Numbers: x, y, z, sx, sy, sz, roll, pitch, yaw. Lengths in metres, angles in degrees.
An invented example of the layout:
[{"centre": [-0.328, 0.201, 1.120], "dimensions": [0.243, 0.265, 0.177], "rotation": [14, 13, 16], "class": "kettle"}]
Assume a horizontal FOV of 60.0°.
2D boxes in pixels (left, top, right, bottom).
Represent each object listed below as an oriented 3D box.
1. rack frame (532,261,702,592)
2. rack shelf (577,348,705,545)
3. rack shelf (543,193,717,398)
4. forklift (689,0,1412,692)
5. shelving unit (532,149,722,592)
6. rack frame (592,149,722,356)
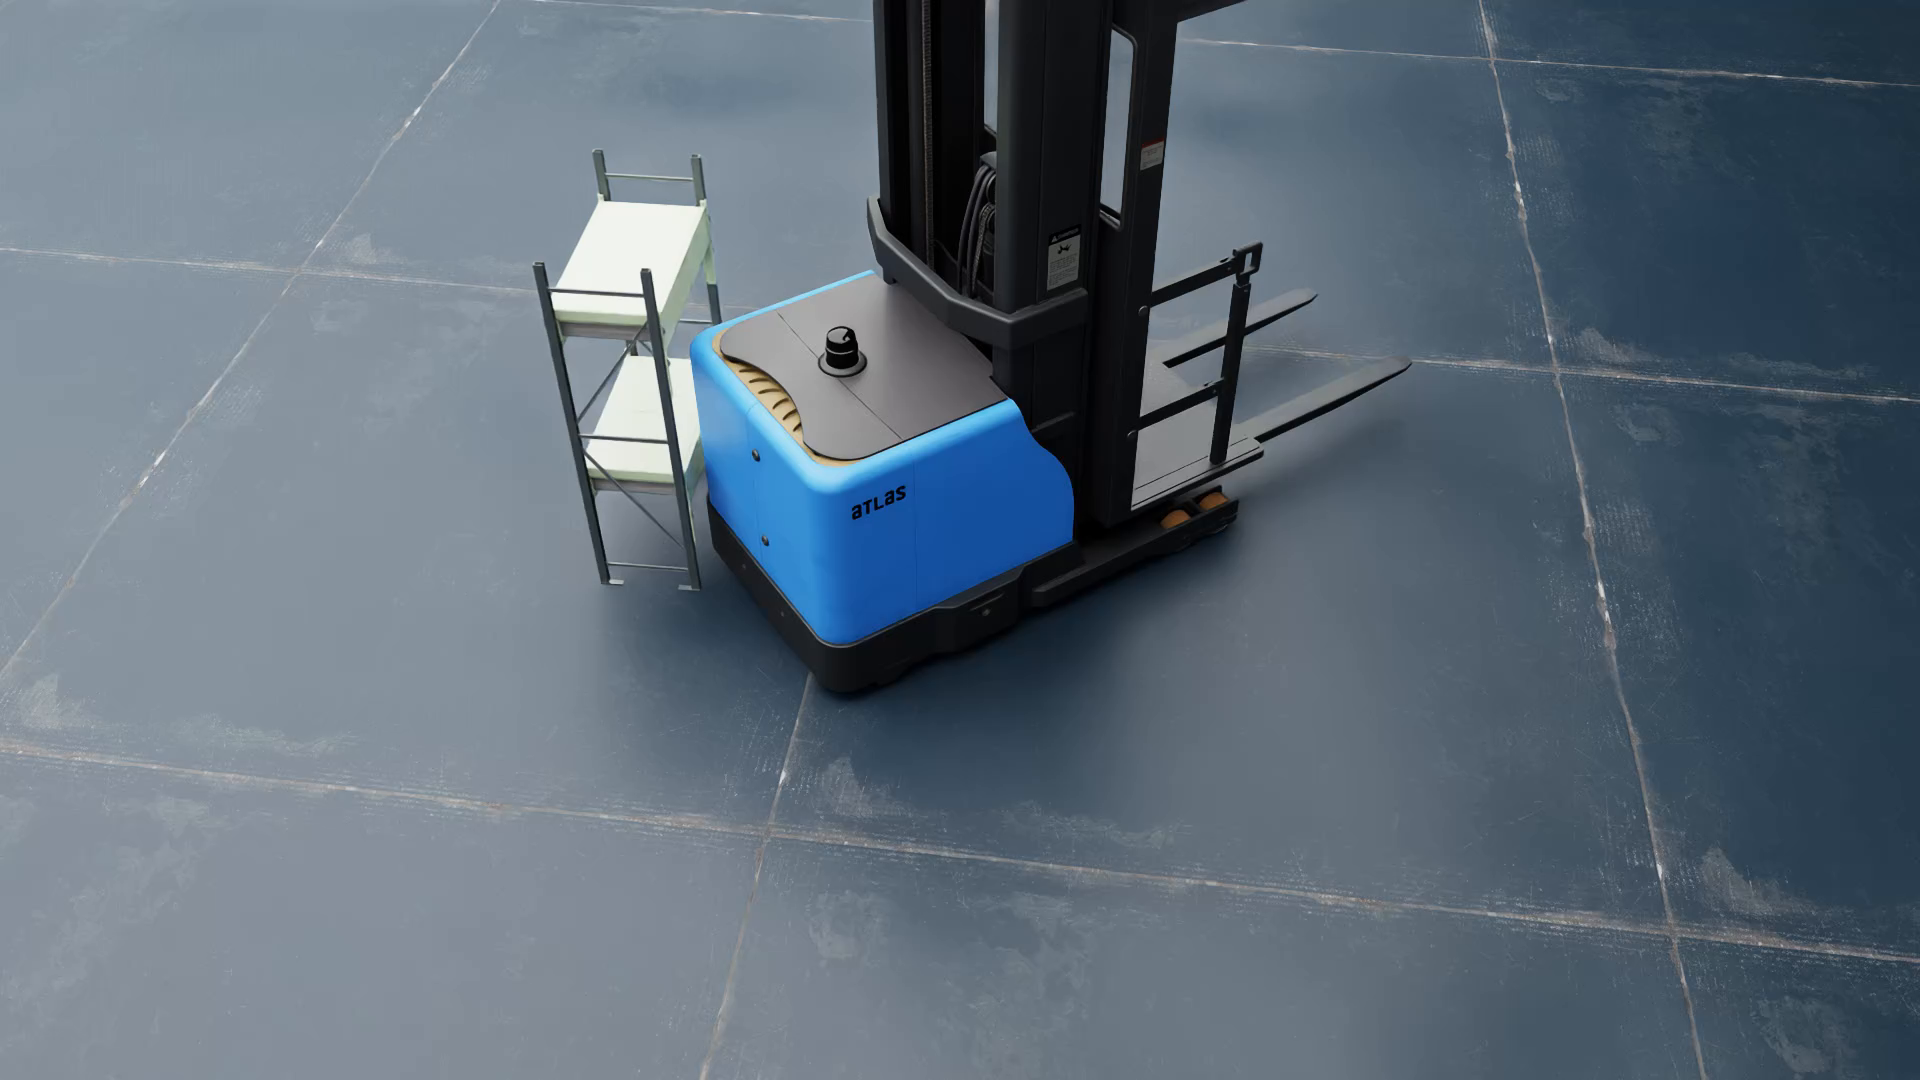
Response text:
[{"centre": [-1.221, -0.363, 6.041], "dimensions": [0.400, 1.500, 0.023], "rotation": [4, 44, 5], "class": "rack frame"}, {"centre": [-1.178, -0.377, 6.529], "dimensions": [0.431, 0.370, 0.720], "rotation": [4, 44, 5], "class": "rack shelf"}, {"centre": [-1.182, -0.897, 6.037], "dimensions": [0.431, 0.370, 0.720], "rotation": [4, 44, 5], "class": "rack shelf"}, {"centre": [0.525, -1.300, 5.992], "dimensions": [3.031, 2.935, 1.130], "rotation": [-24, 49, -23], "class": "forklift"}, {"centre": [-1.180, -0.614, 6.305], "dimensions": [0.431, 1.500, 0.755], "rotation": [4, 44, 5], "class": "shelving unit"}, {"centre": [-1.139, -0.864, 6.570], "dimensions": [0.400, 1.500, 0.023], "rotation": [4, 44, 5], "class": "rack frame"}]
